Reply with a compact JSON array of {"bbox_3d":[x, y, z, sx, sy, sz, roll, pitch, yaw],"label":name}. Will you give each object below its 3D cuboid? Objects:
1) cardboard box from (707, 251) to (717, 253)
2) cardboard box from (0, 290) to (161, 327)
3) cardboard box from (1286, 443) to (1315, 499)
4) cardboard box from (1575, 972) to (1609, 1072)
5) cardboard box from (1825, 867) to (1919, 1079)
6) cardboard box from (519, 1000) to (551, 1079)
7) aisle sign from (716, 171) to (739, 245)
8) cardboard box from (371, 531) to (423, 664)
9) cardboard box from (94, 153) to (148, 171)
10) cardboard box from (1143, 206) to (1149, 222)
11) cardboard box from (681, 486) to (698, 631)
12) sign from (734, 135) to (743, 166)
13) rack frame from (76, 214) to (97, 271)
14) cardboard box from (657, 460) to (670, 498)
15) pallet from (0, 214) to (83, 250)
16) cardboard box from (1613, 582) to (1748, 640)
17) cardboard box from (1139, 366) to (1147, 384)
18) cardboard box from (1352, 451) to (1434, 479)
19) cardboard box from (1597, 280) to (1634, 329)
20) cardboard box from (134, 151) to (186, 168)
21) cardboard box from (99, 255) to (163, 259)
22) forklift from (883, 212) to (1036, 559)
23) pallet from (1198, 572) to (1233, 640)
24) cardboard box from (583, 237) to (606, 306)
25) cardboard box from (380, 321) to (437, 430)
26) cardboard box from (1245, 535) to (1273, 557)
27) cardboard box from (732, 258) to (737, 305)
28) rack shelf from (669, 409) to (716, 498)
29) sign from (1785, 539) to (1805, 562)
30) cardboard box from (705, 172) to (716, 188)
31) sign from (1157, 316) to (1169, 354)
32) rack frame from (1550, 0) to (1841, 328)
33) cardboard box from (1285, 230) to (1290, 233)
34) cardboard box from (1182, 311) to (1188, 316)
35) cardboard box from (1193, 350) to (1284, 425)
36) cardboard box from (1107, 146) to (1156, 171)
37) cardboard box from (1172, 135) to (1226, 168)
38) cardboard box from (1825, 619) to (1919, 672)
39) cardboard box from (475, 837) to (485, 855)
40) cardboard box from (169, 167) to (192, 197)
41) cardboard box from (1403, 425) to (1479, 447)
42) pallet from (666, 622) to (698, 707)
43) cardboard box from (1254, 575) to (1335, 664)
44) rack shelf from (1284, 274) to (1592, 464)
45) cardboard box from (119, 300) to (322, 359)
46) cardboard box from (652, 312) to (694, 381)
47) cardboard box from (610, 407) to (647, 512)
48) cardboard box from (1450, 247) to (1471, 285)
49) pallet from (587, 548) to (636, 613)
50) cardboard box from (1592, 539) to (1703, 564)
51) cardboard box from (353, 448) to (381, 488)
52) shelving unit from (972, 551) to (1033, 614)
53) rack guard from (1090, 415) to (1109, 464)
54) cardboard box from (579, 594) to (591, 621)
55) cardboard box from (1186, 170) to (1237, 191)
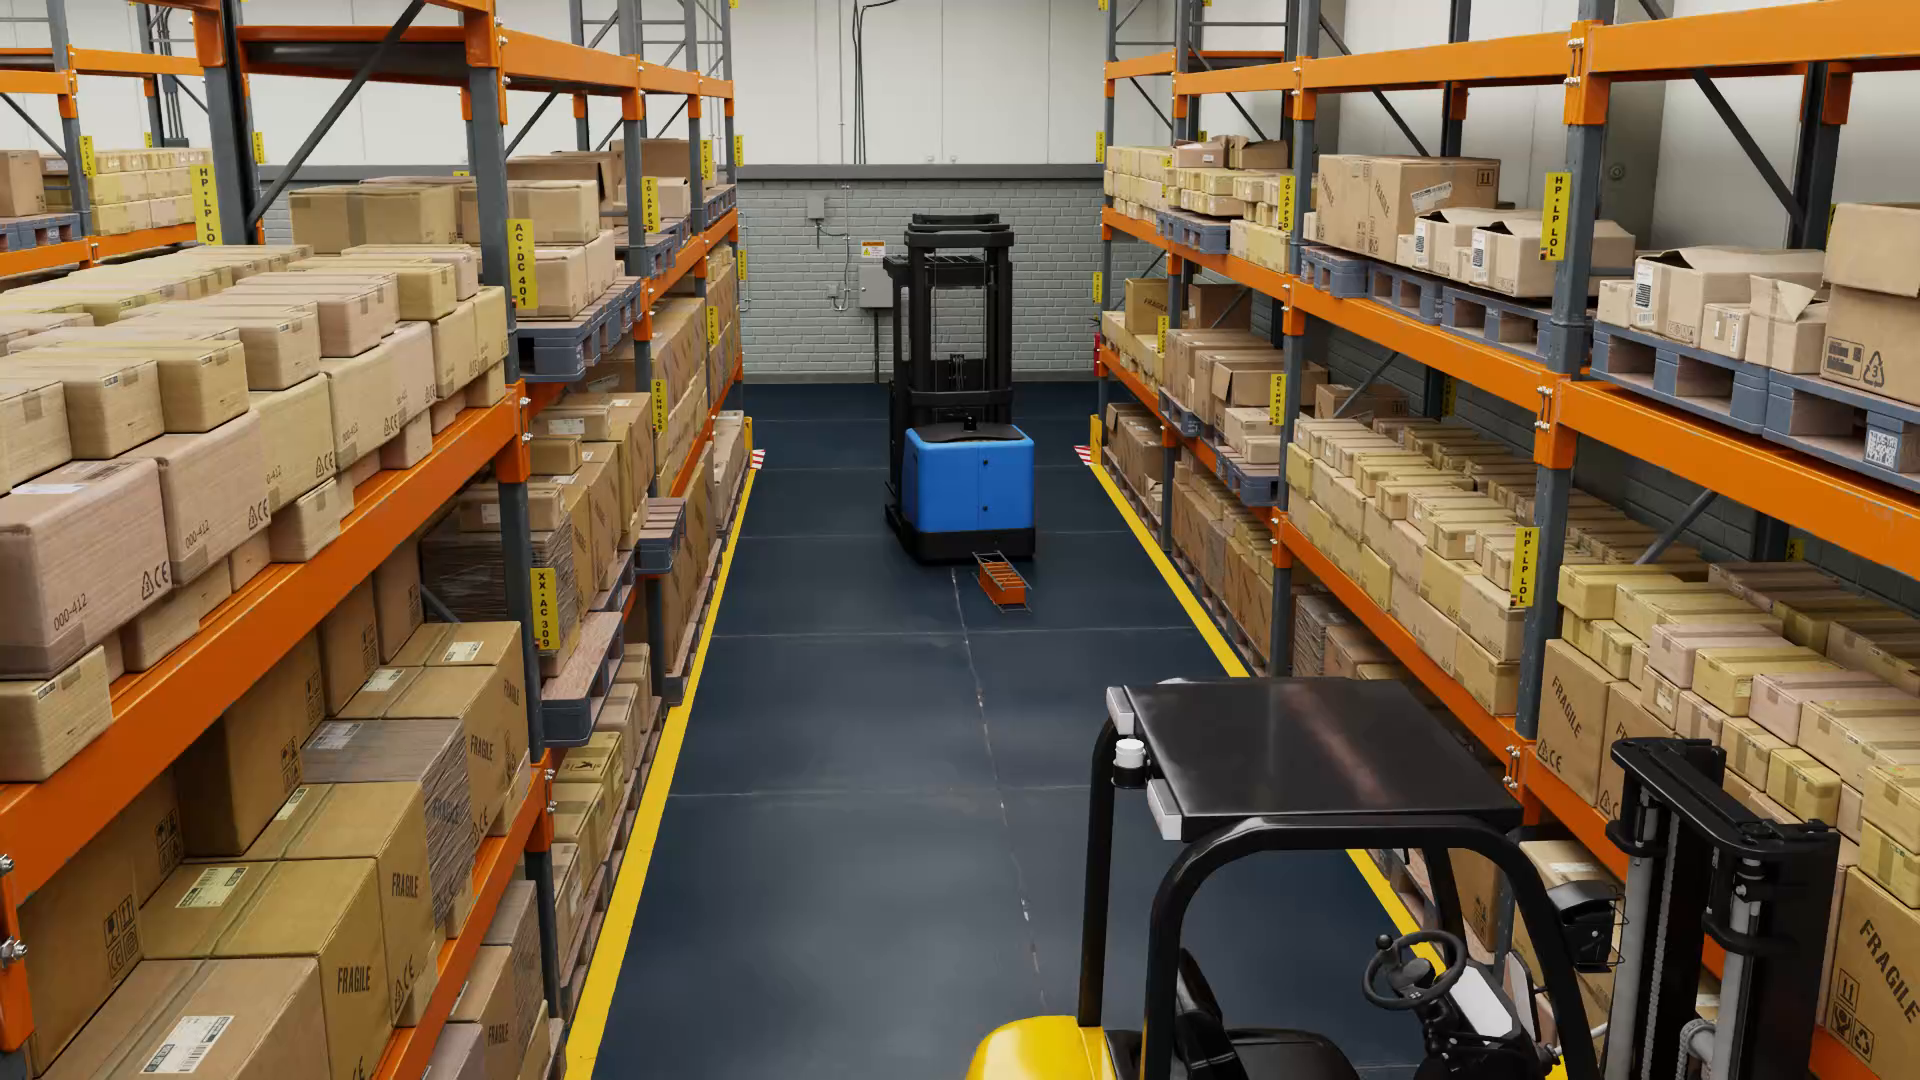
[{"bbox_3d":[-2.616,-2.792,16.573,0.380,0.149,0.250,-1,14,-4],"label":"cardboard box"},{"bbox_3d":[-2.282,-0.551,4.254,0.380,0.149,0.250,-1,14,-2],"label":"cardboard box"},{"bbox_3d":[2.310,-0.429,10.197,0.500,0.250,0.500,-1,14,-3],"label":"cardboard box"},{"bbox_3d":[2.555,1.757,6.074,0.500,0.250,0.500,-1,14,-4],"label":"cardboard box"},{"bbox_3d":[2.700,1.192,4.398,0.500,0.500,0.500,-1,14,-4],"label":"cardboard box"},{"bbox_3d":[-1.850,1.969,6.253,0.500,0.250,0.500,0,14,-1],"label":"cardboard box"},{"bbox_3d":[-2.593,-3.568,17.881,0.394,0.787,0.004,-1,14,-3],"label":"aisle sign"},{"bbox_3d":[-2.344,0.134,5.905,0.700,0.500,0.500,-1,14,-4],"label":"cardboard box"},{"bbox_3d":[-7.423,-3.341,14.691,0.380,0.149,0.250,-1,14,-5],"label":"cardboard box"},{"bbox_3d":[1.947,-3.104,15.777,0.380,0.149,0.250,-1,14,-3],"label":"cardboard box"},{"bbox_3d":[-2.413,0.134,12.132,0.875,0.875,0.875,-1,14,-3],"label":"cardboard box"},{"bbox_3d":[-2.355,-4.135,17.662,0.100,0.325,0.005,-1,14,-3],"label":"sign"},{"bbox_3d":[-7.584,-1.190,13.856,1.000,3.000,0.127,-1,14,-3],"label":"rack frame"},{"bbox_3d":[-2.182,-0.350,10.891,0.500,0.250,0.500,-1,14,-4],"label":"cardboard box"},{"bbox_3d":[-7.652,-2.397,12.902,1.213,0.211,1.003,-1,14,-3],"label":"pallet"},{"bbox_3d":[2.647,0.261,6.117,0.380,0.149,0.250,-1,14,-3],"label":"cardboard box"},{"bbox_3d":[1.921,-1.580,15.877,0.380,0.149,0.250,-1,14,-4],"label":"cardboard box"},{"bbox_3d":[2.411,-0.396,9.269,0.380,0.149,0.250,-1,14,-3],"label":"cardboard box"},{"bbox_3d":[2.524,-0.846,5.960,0.380,0.149,0.250,-1,14,-2],"label":"cardboard box"},{"bbox_3d":[-7.445,-3.539,15.463,0.380,0.149,0.250,-1,14,-5],"label":"cardboard box"},{"bbox_3d":[-8.022,-2.491,16.107,0.500,0.500,0.500,-1,14,-5],"label":"cardboard box"},{"bbox_3d":[-0.112,-1.573,15.480,1.130,2.935,3.031,-3,15,-10],"label":"forklift"},{"bbox_3d":[2.471,0.487,12.933,1.003,0.211,1.213,-1,14,-3],"label":"pallet"},{"bbox_3d":[-1.823,-1.163,7.189,0.500,0.250,0.500,-1,14,-4],"label":"cardboard box"},{"bbox_3d":[-1.809,-0.468,4.733,0.500,0.250,0.500,-1,14,-4],"label":"cardboard box"},{"bbox_3d":[2.248,0.066,11.845,0.380,0.149,0.250,-1,14,-5],"label":"cardboard box"},{"bbox_3d":[-2.630,-2.703,17.528,0.500,0.500,0.500,0,14,-2],"label":"cardboard box"},{"bbox_3d":[-2.526,-0.446,12.407,1.077,0.370,4.000,-1,14,-3],"label":"rack shelf"},{"bbox_3d":[3.353,0.154,6.736,0.100,0.325,0.005,-1,14,-3],"label":"sign"},{"bbox_3d":[-2.674,-3.656,16.880,0.380,0.149,0.250,-2,15,-8],"label":"cardboard box"},{"bbox_3d":[1.763,-1.778,14.404,0.100,0.325,0.005,-1,14,-3],"label":"sign"},{"bbox_3d":[2.799,-2.285,6.072,1.000,3.000,0.127,-1,14,-3],"label":"rack frame"},{"bbox_3d":[2.289,-2.032,10.609,0.380,0.149,0.250,-1,14,-2],"label":"cardboard box"},{"bbox_3d":[2.349,-2.325,17.971,0.500,0.250,0.500,0,14,-2],"label":"cardboard box"},{"bbox_3d":[2.191,-1.173,12.747,0.700,0.500,0.500,-1,14,-4],"label":"cardboard box"},{"bbox_3d":[1.833,-4.016,17.520,0.500,0.250,0.500,-1,14,-4],"label":"cardboard box"},{"bbox_3d":[1.974,-3.216,13.744,0.396,0.266,0.258,-1,14,-4],"label":"cardboard box"},{"bbox_3d":[3.203,0.378,5.660,0.380,0.149,0.250,-1,14,-5],"label":"cardboard box"},{"bbox_3d":[-1.870,1.023,5.759,0.380,0.149,0.250,-1,14,-3],"label":"cardboard box"},{"bbox_3d":[-7.468,-3.316,15.397,0.500,0.250,0.500,-2,15,-6],"label":"cardboard box"},{"bbox_3d":[2.901,-0.596,10.044,0.380,0.149,0.250,-1,14,-2],"label":"cardboard box"},{"bbox_3d":[-2.376,0.856,11.498,1.003,0.211,1.213,-1,14,-3],"label":"pallet"},{"bbox_3d":[2.311,0.531,11.341,0.500,0.500,0.500,0,14,-2],"label":"cardboard box"},{"bbox_3d":[2.676,-0.981,8.468,1.077,0.370,4.000,-1,14,-3],"label":"rack shelf"},{"bbox_3d":[-1.788,-0.495,4.038,0.380,0.149,0.250,-1,14,-2],"label":"cardboard box"},{"bbox_3d":[-2.321,-1.462,12.706,0.500,0.500,0.500,0,14,-2],"label":"cardboard box"},{"bbox_3d":[-2.054,-0.456,9.361,0.500,0.500,0.500,-1,14,-4],"label":"cardboard box"},{"bbox_3d":[2.428,-1.231,7.457,0.380,0.149,0.250,-1,14,-4],"label":"cardboard box"},{"bbox_3d":[-2.239,0.288,8.497,1.003,0.211,1.213,-1,14,-3],"label":"pallet"},{"bbox_3d":[3.028,0.100,7.341,0.380,0.149,0.250,-1,14,-5],"label":"cardboard box"},{"bbox_3d":[-1.849,-0.237,4.637,0.380,0.149,0.250,-1,14,-2],"label":"cardboard box"},{"bbox_3d":[0.333,0.334,13.562,0.258,0.189,1.200,-3,15,-11],"label":"shelving unit"},{"bbox_3d":[2.061,-1.135,18.656,1.175,0.500,0.348,-1,14,-3],"label":"rack guard"},{"bbox_3d":[-1.948,0.278,7.812,0.380,0.149,0.250,-1,14,-3],"label":"cardboard box"},{"bbox_3d":[1.988,-2.822,13.044,0.380,0.149,0.250,-1,14,-4],"label":"cardboard box"}]
